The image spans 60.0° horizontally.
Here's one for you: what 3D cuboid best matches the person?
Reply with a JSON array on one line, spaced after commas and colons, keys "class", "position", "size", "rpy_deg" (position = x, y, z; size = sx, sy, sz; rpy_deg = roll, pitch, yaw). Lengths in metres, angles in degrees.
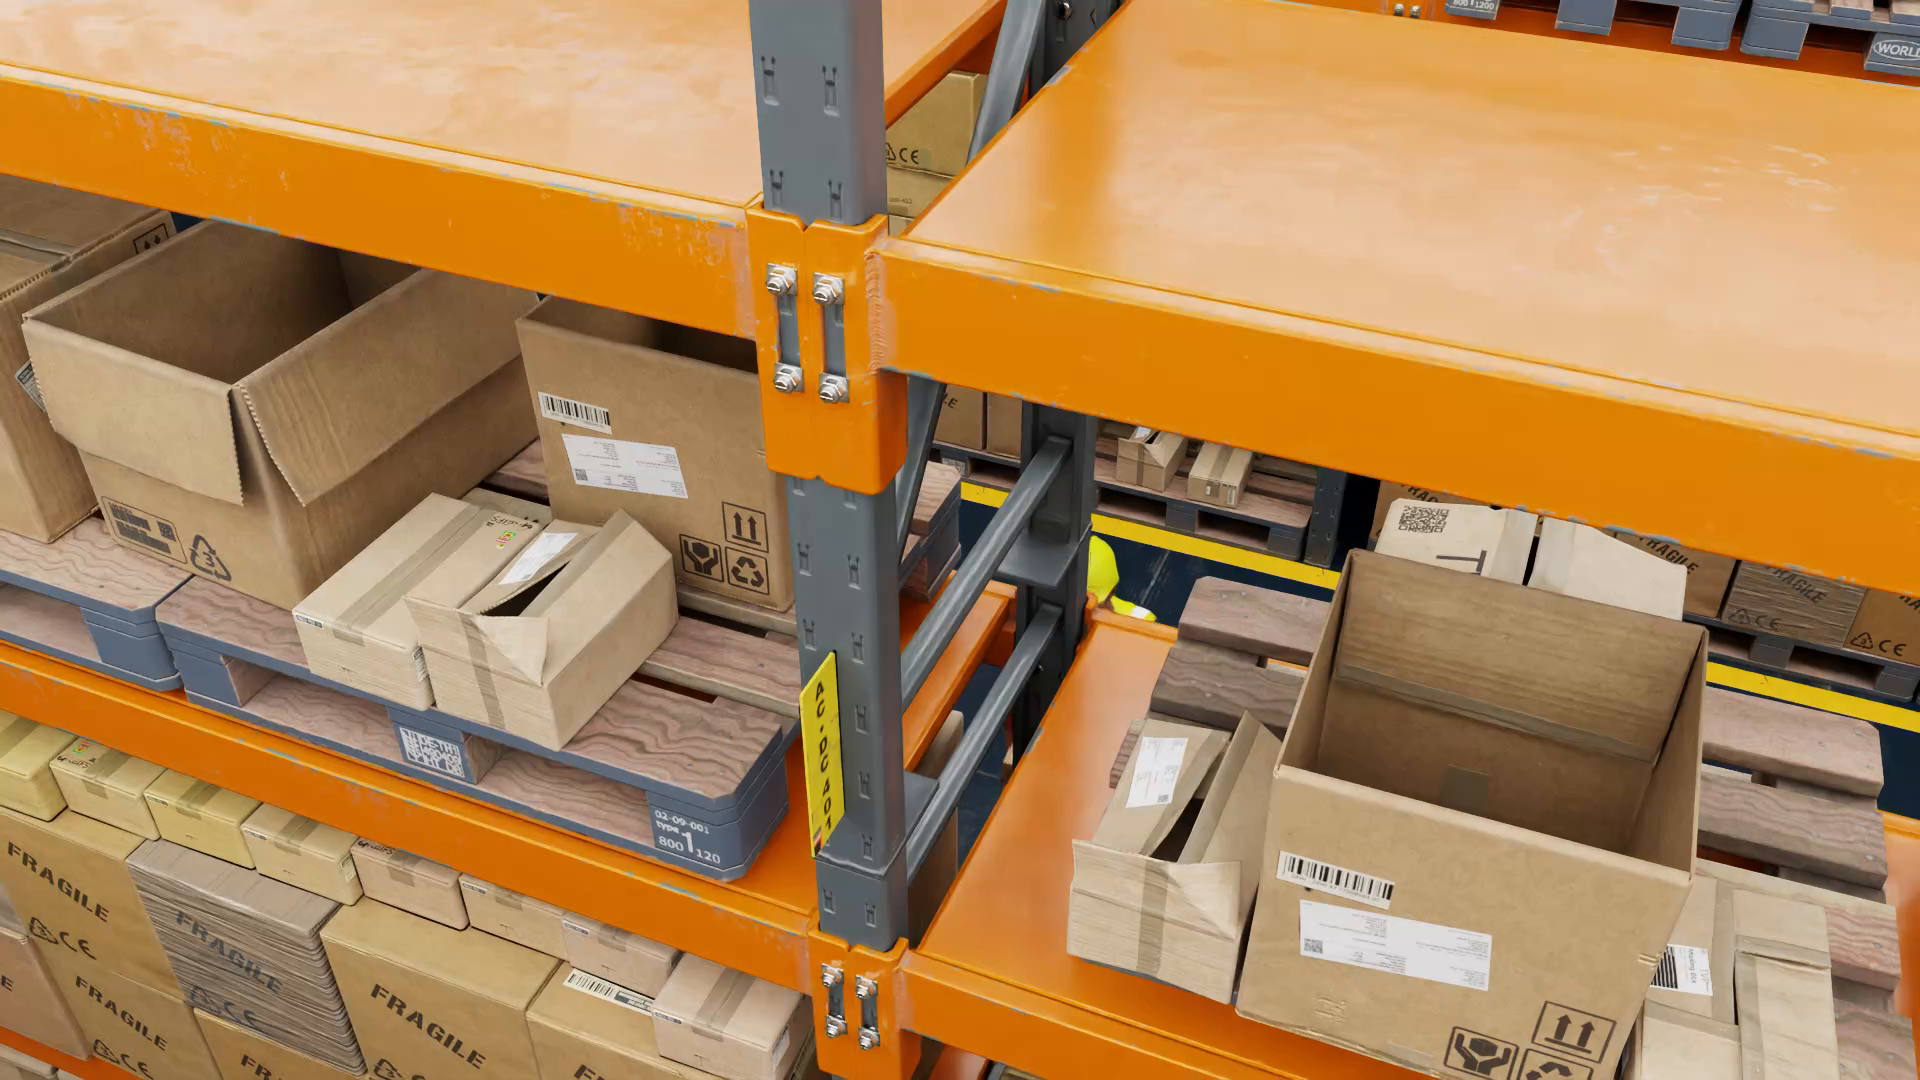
[{"class": "person", "position": [0.389, 0.744, 5.827], "size": [0.505, 1.759, 0.570], "rpy_deg": [13, 39, 17]}]
